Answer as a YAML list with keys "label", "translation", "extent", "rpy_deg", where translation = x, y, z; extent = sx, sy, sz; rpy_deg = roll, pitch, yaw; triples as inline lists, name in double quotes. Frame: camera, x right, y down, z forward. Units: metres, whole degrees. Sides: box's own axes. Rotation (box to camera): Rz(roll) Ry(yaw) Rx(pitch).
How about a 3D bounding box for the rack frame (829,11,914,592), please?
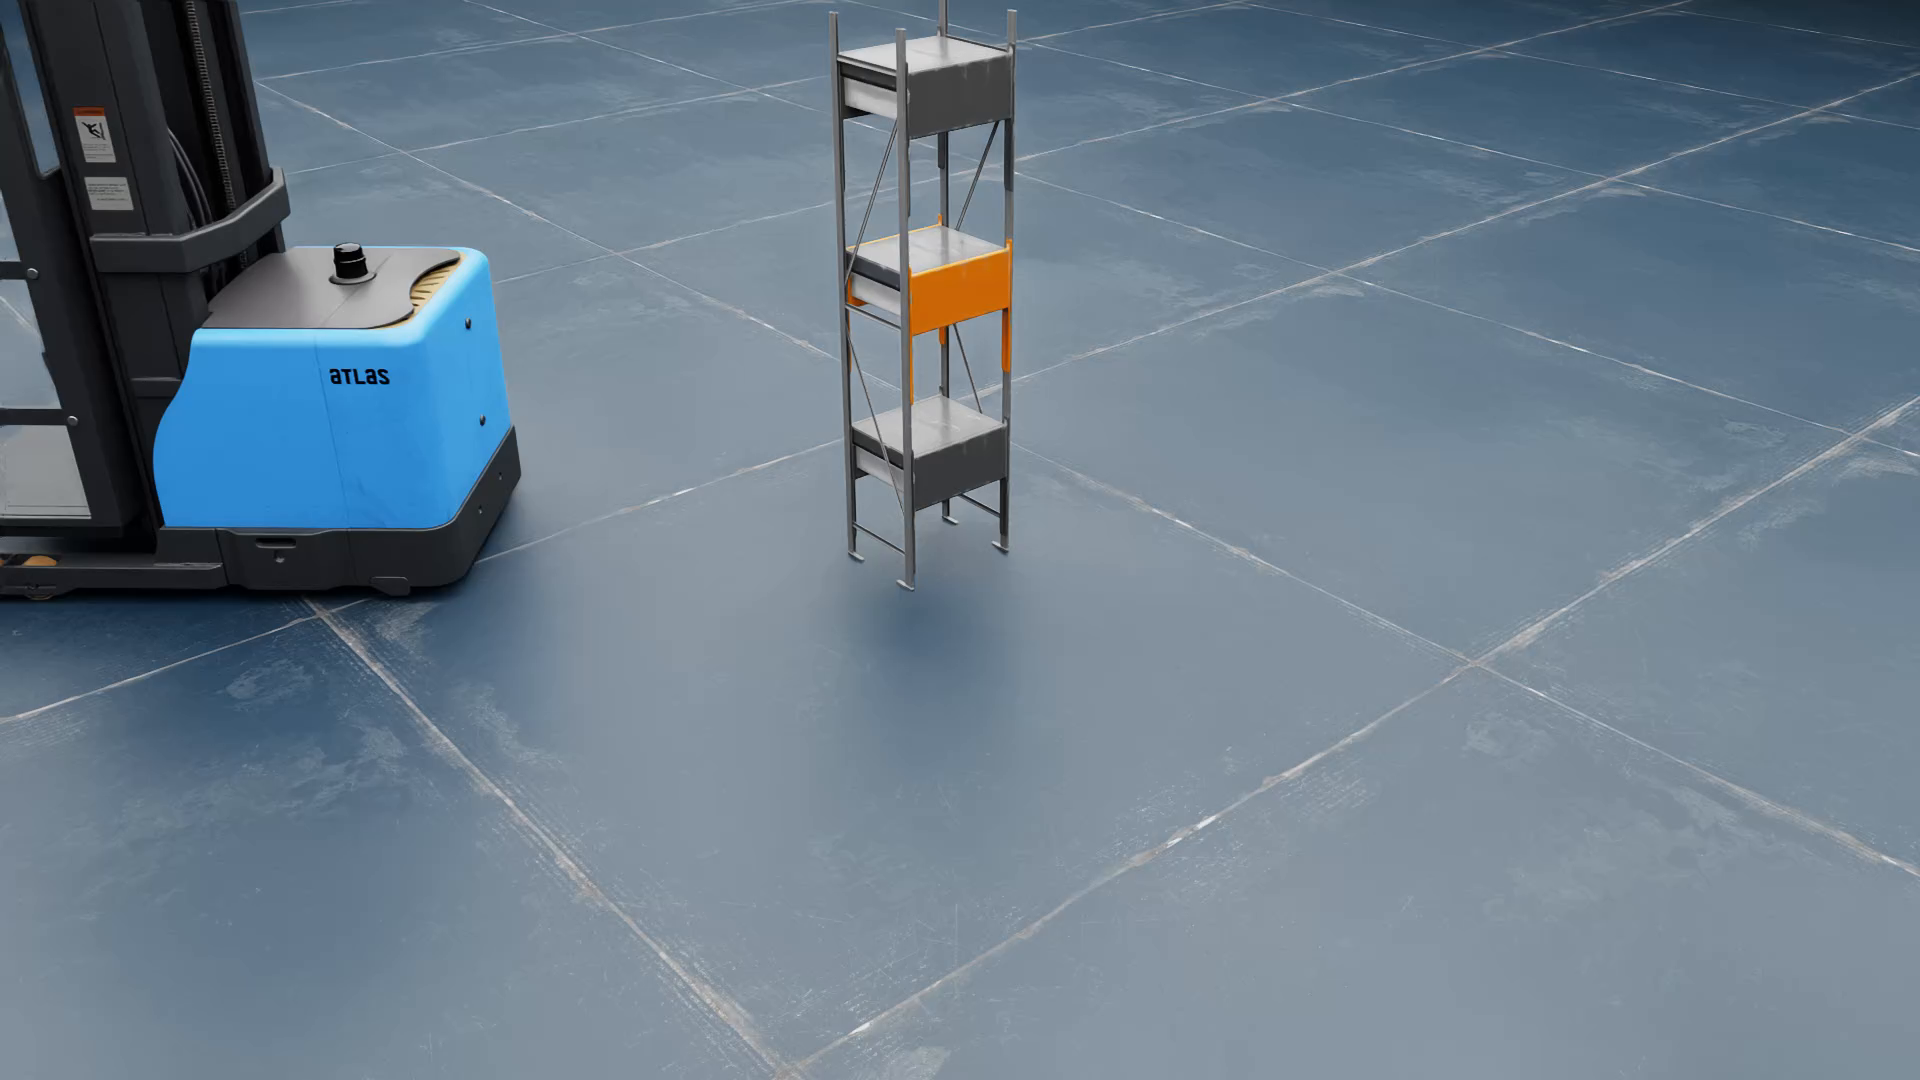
- label: "rack frame"
  translation: [-0.312, -0.801, 6.021]
  extent: [0.015, 2.100, 0.400]
  rpy_deg: [-22, 35, -35]

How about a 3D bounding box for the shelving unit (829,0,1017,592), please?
- label: "shelving unit"
  translation: [-0.126, -0.875, 6.160]
  extent: [0.503, 2.100, 0.431]
  rpy_deg: [-22, 35, -35]

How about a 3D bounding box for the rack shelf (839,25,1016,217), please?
- label: "rack shelf"
  translation: [-0.126, -1.481, 5.837]
  extent: [0.480, 0.518, 0.431]
  rpy_deg: [-22, 35, -35]

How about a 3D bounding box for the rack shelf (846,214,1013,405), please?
- label: "rack shelf"
  translation: [-0.126, -0.863, 6.167]
  extent: [0.480, 0.518, 0.431]
  rpy_deg: [-22, 35, -35]

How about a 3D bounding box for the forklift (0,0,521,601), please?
- label: "forklift"
  translation: [-3.397, -1.312, 6.096]
  extent: [3.031, 2.935, 1.130]
  rpy_deg: [0, 28, 1]

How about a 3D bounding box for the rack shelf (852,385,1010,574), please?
- label: "rack shelf"
  translation: [-0.126, -0.246, 6.497]
  extent: [0.480, 0.518, 0.431]
  rpy_deg: [-22, 35, -35]

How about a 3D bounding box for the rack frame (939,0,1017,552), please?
- label: "rack frame"
  translation: [0.060, -0.950, 6.300]
  extent: [0.015, 2.100, 0.400]
  rpy_deg: [-22, 35, -35]
